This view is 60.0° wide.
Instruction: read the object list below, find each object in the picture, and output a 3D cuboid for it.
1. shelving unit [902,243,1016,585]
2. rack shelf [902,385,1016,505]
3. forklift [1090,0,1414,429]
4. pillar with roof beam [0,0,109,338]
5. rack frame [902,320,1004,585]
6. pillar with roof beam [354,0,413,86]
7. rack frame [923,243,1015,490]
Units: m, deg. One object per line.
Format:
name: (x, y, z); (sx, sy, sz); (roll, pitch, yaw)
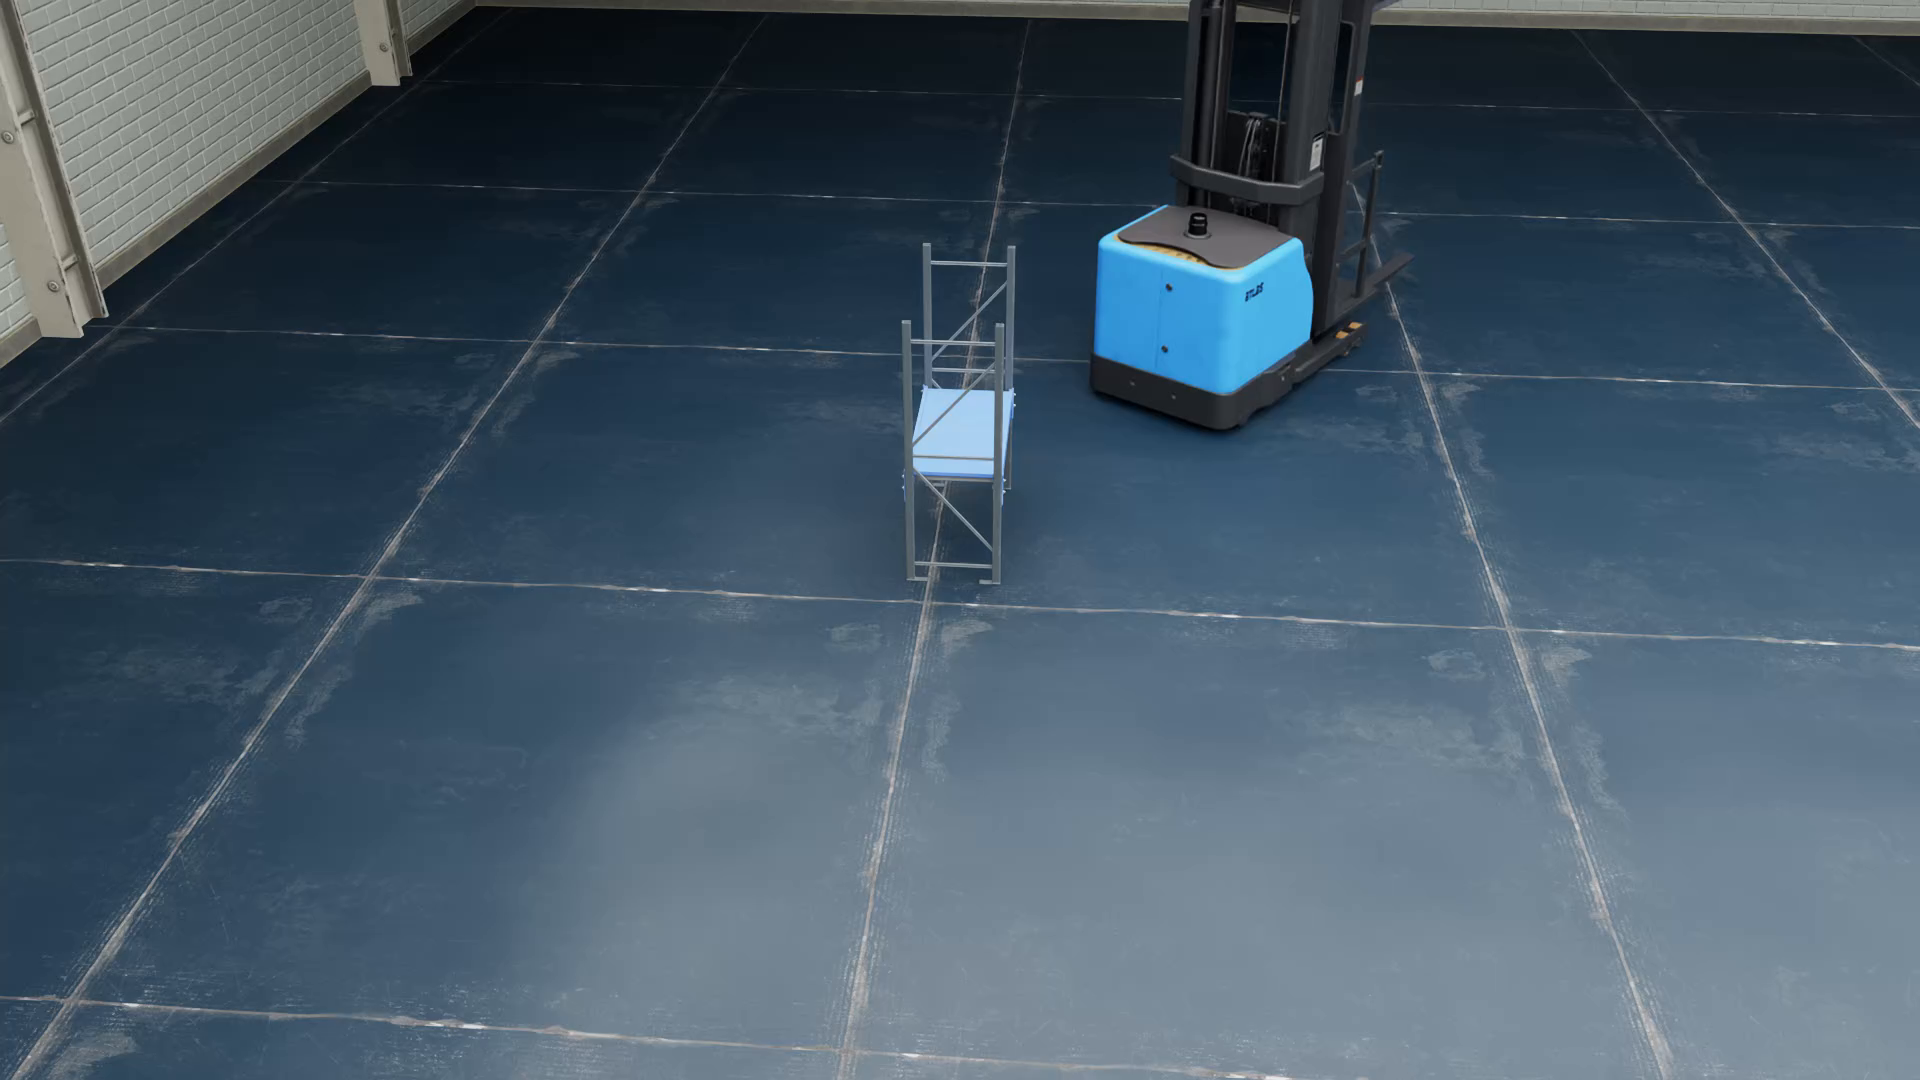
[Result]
shelving unit: (0.007, -0.683, 8.929); (0.538, 1.500, 1.048); (2, 32, 4)
rack shelf: (0.007, -0.530, 9.023); (0.538, 0.185, 1.000); (2, 32, 4)
forklift: (2.142, -2.637, 10.735); (1.130, 2.935, 3.031); (22, 38, 32)
pillar with roof beam: (-1.944, -5.157, 9.041); (9.100, 9.000, 0.400); (2, 32, 4)
rack frame: (-0.034, -0.417, 8.498); (0.500, 1.500, 0.032); (2, 32, 4)
pillar with roof beam: (-1.456, -8.295, 14.132); (9.100, 9.000, 0.400); (2, 32, 4)
rack frame: (0.048, -0.949, 9.360); (0.500, 1.500, 0.032); (2, 32, 4)
